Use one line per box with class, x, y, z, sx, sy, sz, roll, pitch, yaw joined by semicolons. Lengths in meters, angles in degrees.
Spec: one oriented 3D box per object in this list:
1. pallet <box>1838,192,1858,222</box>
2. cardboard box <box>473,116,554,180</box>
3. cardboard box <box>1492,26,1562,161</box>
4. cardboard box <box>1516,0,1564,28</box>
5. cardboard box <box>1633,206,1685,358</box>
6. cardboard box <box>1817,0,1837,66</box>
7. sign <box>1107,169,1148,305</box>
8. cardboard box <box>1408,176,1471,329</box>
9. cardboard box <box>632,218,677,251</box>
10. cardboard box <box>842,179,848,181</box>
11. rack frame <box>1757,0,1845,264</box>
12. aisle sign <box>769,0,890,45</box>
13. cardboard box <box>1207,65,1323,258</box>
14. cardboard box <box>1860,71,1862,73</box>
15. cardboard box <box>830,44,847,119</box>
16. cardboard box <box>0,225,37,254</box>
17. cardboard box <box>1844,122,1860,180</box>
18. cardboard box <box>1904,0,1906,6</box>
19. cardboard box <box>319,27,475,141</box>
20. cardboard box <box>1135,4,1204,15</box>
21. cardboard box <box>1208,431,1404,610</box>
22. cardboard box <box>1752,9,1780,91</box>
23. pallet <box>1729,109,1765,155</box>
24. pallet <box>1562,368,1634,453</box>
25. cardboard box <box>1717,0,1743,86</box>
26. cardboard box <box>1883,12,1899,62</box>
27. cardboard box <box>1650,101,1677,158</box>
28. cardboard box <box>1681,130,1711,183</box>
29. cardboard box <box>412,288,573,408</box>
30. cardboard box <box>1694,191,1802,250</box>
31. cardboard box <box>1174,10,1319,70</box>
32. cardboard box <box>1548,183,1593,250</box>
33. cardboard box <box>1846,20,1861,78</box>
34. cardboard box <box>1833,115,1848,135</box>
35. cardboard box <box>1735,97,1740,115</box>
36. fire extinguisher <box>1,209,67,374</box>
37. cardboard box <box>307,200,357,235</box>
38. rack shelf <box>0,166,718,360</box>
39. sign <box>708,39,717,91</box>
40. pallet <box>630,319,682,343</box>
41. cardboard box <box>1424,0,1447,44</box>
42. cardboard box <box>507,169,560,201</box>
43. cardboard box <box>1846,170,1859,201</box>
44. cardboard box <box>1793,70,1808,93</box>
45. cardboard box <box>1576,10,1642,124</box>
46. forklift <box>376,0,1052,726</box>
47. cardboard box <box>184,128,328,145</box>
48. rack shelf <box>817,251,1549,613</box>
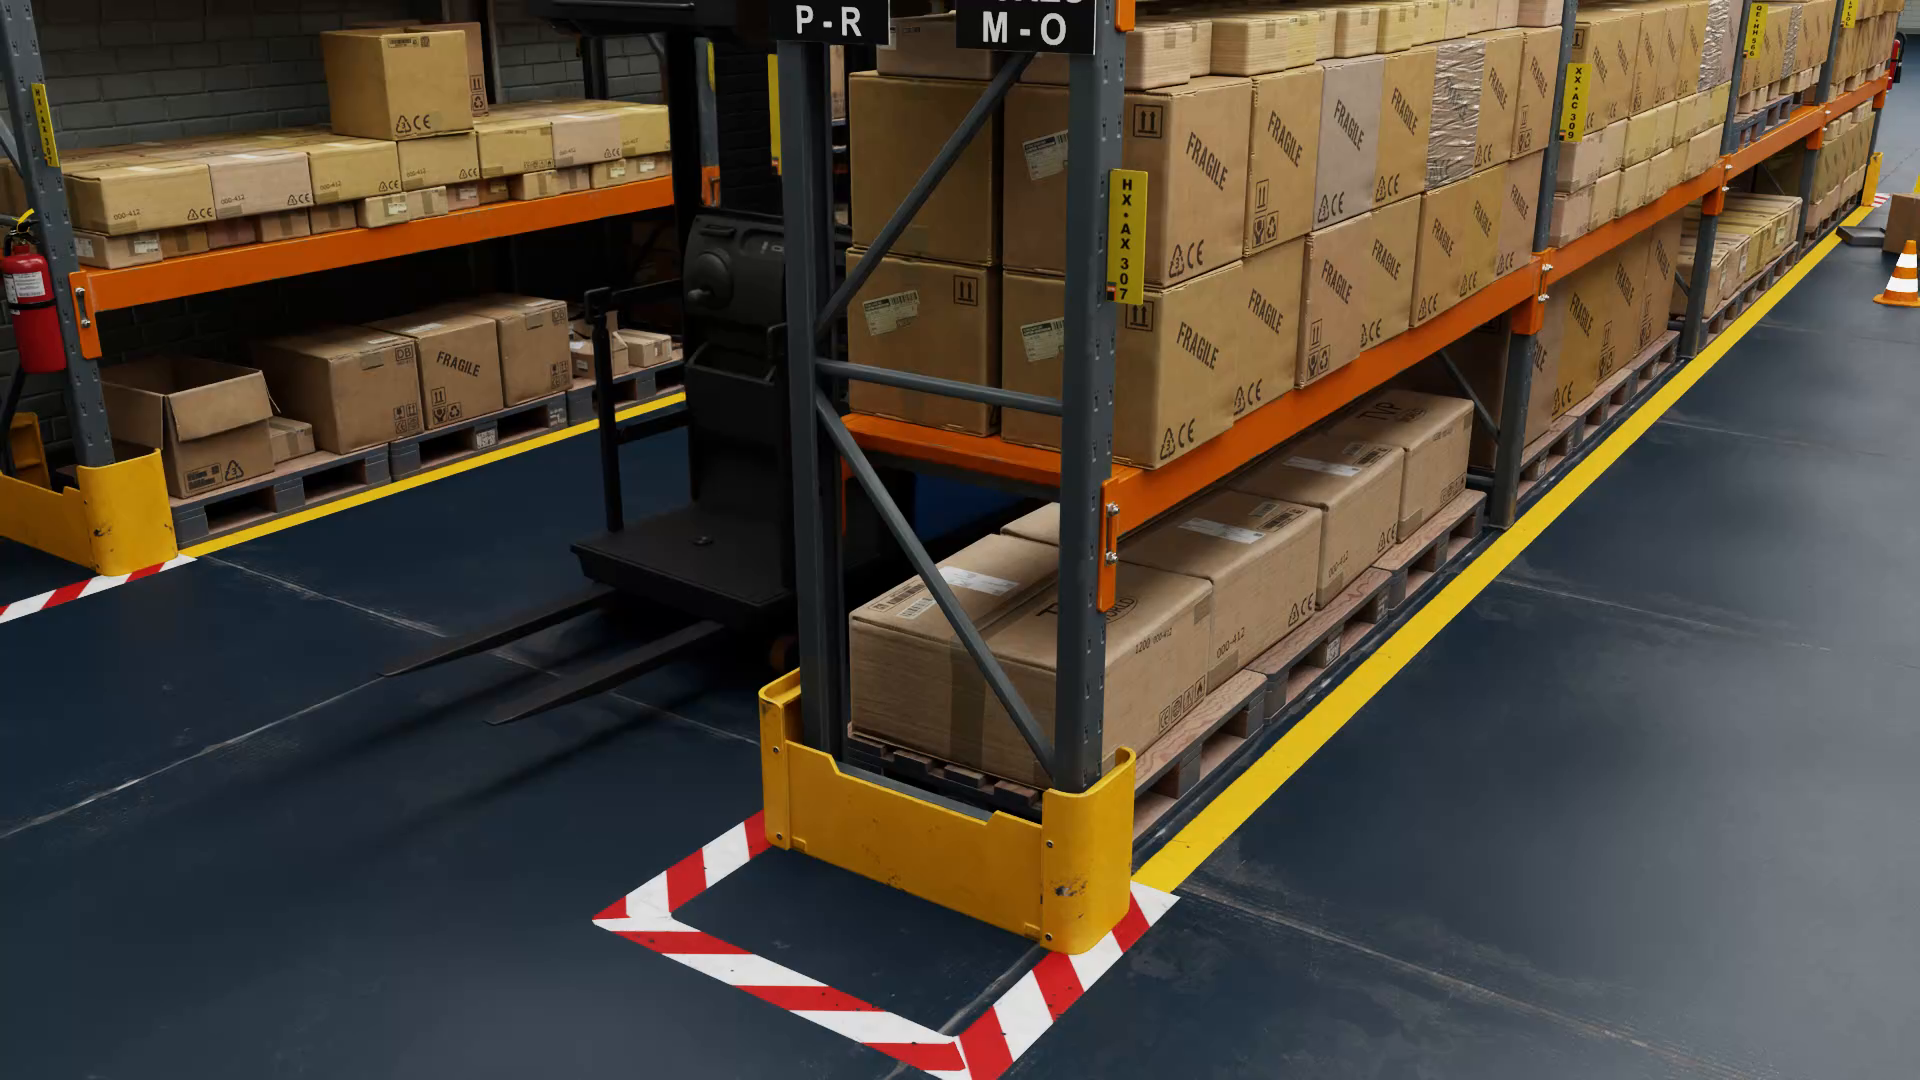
pallet;8.420;-3.445;16.775;1.003;0.211;1.213;13;24;32
cardboard box;-2.550;-2.113;8.942;0.500;0.250;0.500;13;24;31
cardboard box;2.166;-1.885;6.951;0.500;0.500;0.500;13;24;31
cardboard box;2.293;-2.228;6.944;0.380;0.149;0.250;13;24;31
cardboard box;3.995;-1.724;10.560;0.875;0.875;0.875;13;24;31
cardboard box;6.630;-4.060;13.238;0.500;0.500;0.500;13;24;31
sign;0.410;-0.744;4.090;0.100;0.325;0.005;13;24;32
cardboard box;1.598;-1.126;6.342;0.500;0.500;0.500;13;24;31
cardboard box;-1.936;-2.016;10.953;0.380;0.149;0.250;12;24;30
cardboard box;-0.681;-2.695;12.789;0.380;0.149;0.250;12;23;29
rack frame;6.700;-3.853;13.859;1.000;3.000;0.127;13;24;32
aisle sign;-0.342;-1.669;4.207;0.394;0.787;0.004;13;24;32
cardboard box;0.744;-1.158;4.987;0.500;0.500;0.500;13;24;30
cardboard box;7.988;-4.206;15.175;0.380;0.149;0.250;13;24;32
cardboard box;-1.156;-3.013;10.836;0.700;0.500;0.500;14;24;32
cardboard box;-4.189;-1.407;7.607;0.380;0.149;0.250;13;24;31
cardboard box;8.134;-3.686;15.682;0.500;0.500;0.500;13;24;31
cardboard box;8.842;-5.467;16.208;0.700;0.500;0.500;13;24;31
cardboard box;-2.832;-2.306;8.383;0.500;0.500;0.500;14;24;33
cardboard box;0.570;-1.666;5.425;0.380;0.149;0.250;13;24;31
cardboard box;1.258;-0.137;6.900;0.875;0.438;0.875;12;24;30
cardboard box;5.183;-3.324;11.249;0.500;0.500;0.500;15;25;35
pallet;4.764;-2.841;11.398;1.213;0.211;1.003;13;24;32
pallet;3.260;-0.838;9.726;1.003;0.211;1.213;13;24;32
cardboard box;4.377;-3.022;10.026;0.500;0.500;0.500;13;24;30
cardboard box;8.871;-4.978;16.326;0.500;0.500;0.500;13;24;31
cardboard box;3.542;-2.234;8.975;0.500;0.250;0.500;12;24;30
cardboard box;4.108;-2.290;9.848;0.500;0.250;0.500;14;24;33
cardboard box;-2.634;-1.095;9.398;0.700;0.500;0.500;12;24;30
cardboard box;6.407;-2.667;13.834;0.950;0.372;0.625;14;24;33
cardboard box;0.845;-1.499;4.973;0.380;0.149;0.250;12;24;30
cardboard box;2.669;-1.563;7.882;0.500;0.250;0.500;13;24;31
cardboard box;7.441;-4.260;14.386;0.500;0.500;0.500;13;24;32
cardboard box;7.662;-3.705;14.801;0.380;0.149;0.250;14;25;34
cardboard box;4.975;-2.916;11.083;0.380;0.149;0.250;12;23;29
fire extinguisher;-3.853;-1.034;6.885;0.296;0.674;0.183;13;24;32
cardboard box;-3.180;-1.602;8.135;0.380;0.149;0.250;14;24;33
rack shelf;-3.029;-1.614;8.841;1.077;0.370;4.000;13;24;32
sign;-1.451;-2.827;9.837;0.100;0.325;0.005;13;24;32
pallet;-1.478;-1.458;11.402;1.003;0.211;1.213;13;24;32
cardboard box;1.522;-1.873;5.985;0.380;0.149;0.250;13;24;31
cardboard box;-2.419;-1.960;9.101;0.380;0.149;0.250;13;24;31
cardboard box;8.419;-3.477;16.199;0.500;0.250;0.500;13;24;32
cardboard box;6.221;-3.504;12.671;0.380;0.149;0.250;14;24;32
cardboard box;2.951;-2.296;8.062;0.500;0.500;0.500;13;24;32
forklift;-0.863;-1.041;6.354;1.130;2.935;3.031;15;25;35
cardboard box;-3.541;-1.919;8.417;0.500;0.250;0.500;14;25;33
rack shelf;1.079;-0.647;6.227;1.077;0.370;4.000;13;24;32
